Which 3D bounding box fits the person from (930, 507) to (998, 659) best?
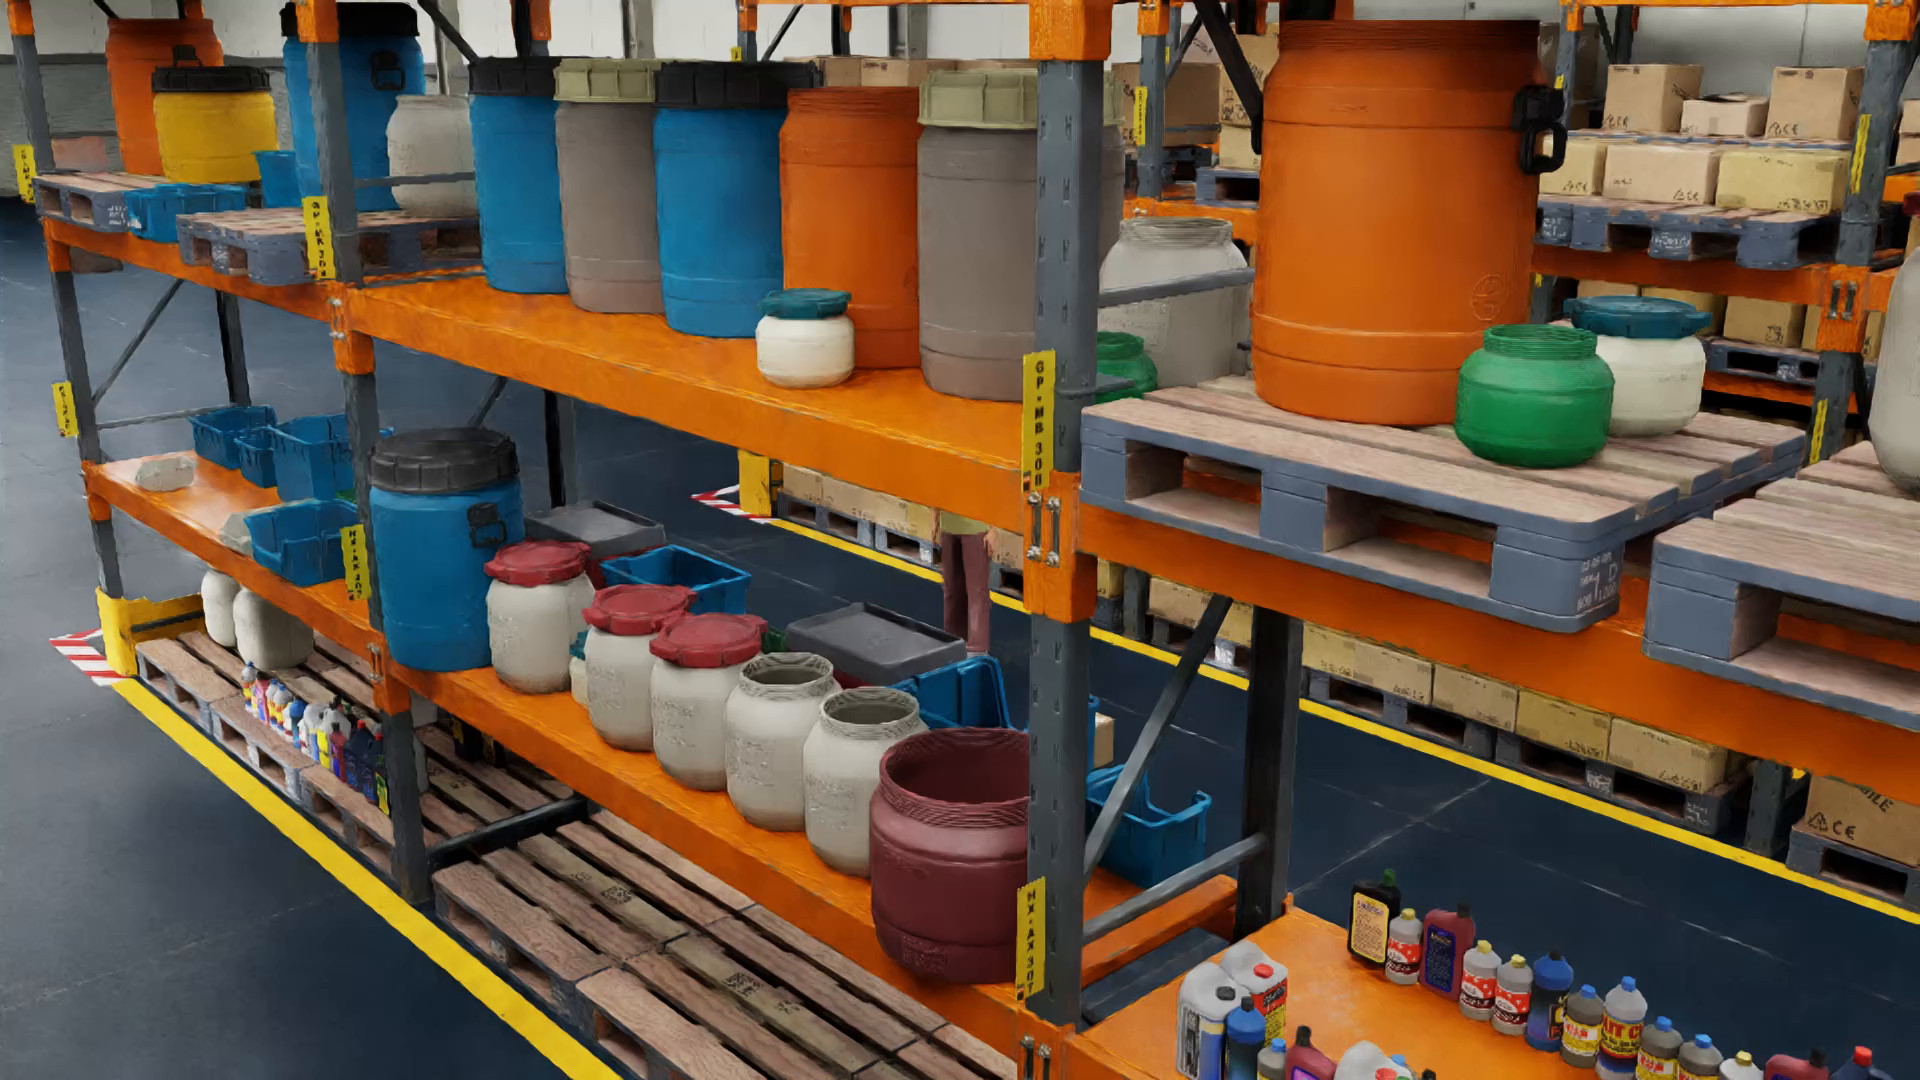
[{"bbox_3d":[0.005,-0.055,10.144,0.525,1.680,0.374,13,22,36],"label":"person"}]
